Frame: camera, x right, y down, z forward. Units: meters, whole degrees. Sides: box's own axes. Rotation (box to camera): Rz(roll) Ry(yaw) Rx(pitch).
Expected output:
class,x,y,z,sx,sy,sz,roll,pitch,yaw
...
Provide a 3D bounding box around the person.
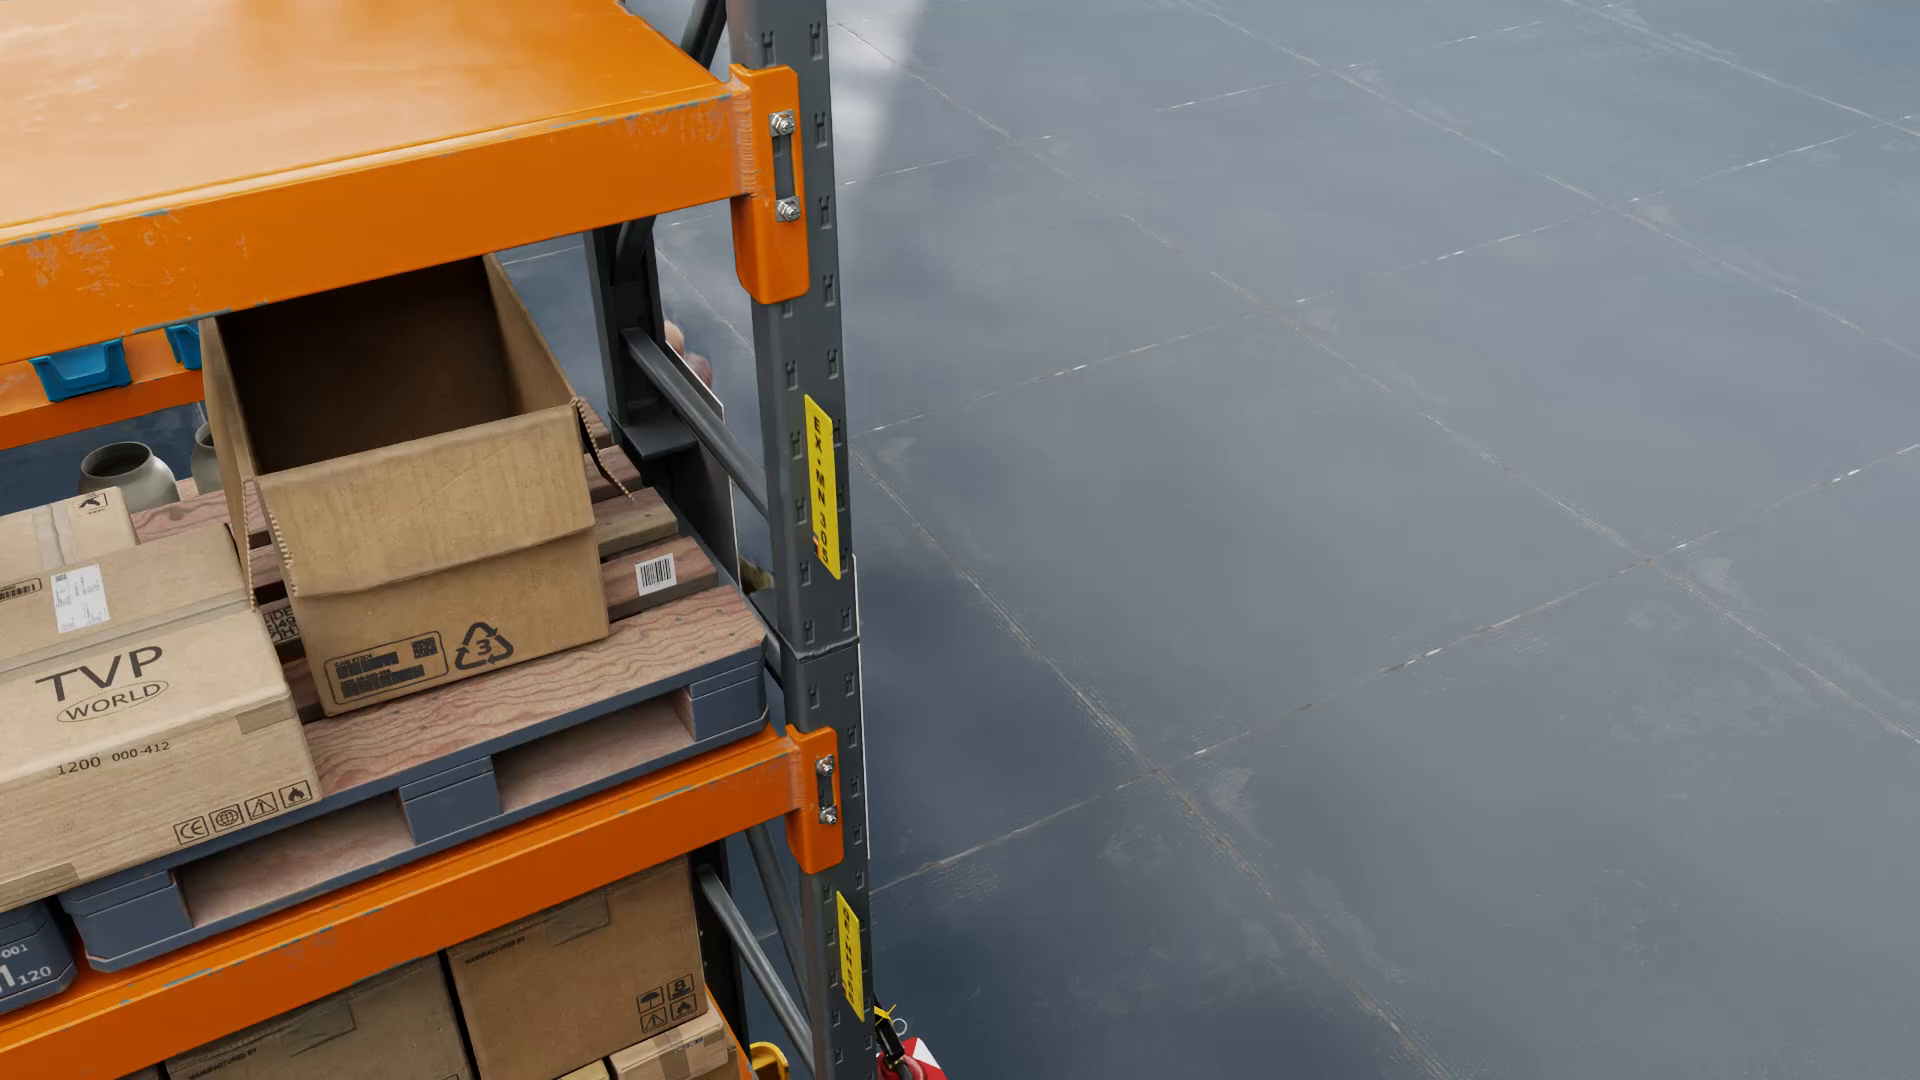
class,x,y,z,sx,sy,sz,roll,pitch,yaw
person,-1.334,-0.277,7.388,1.118,1.644,0.562,13,38,17
